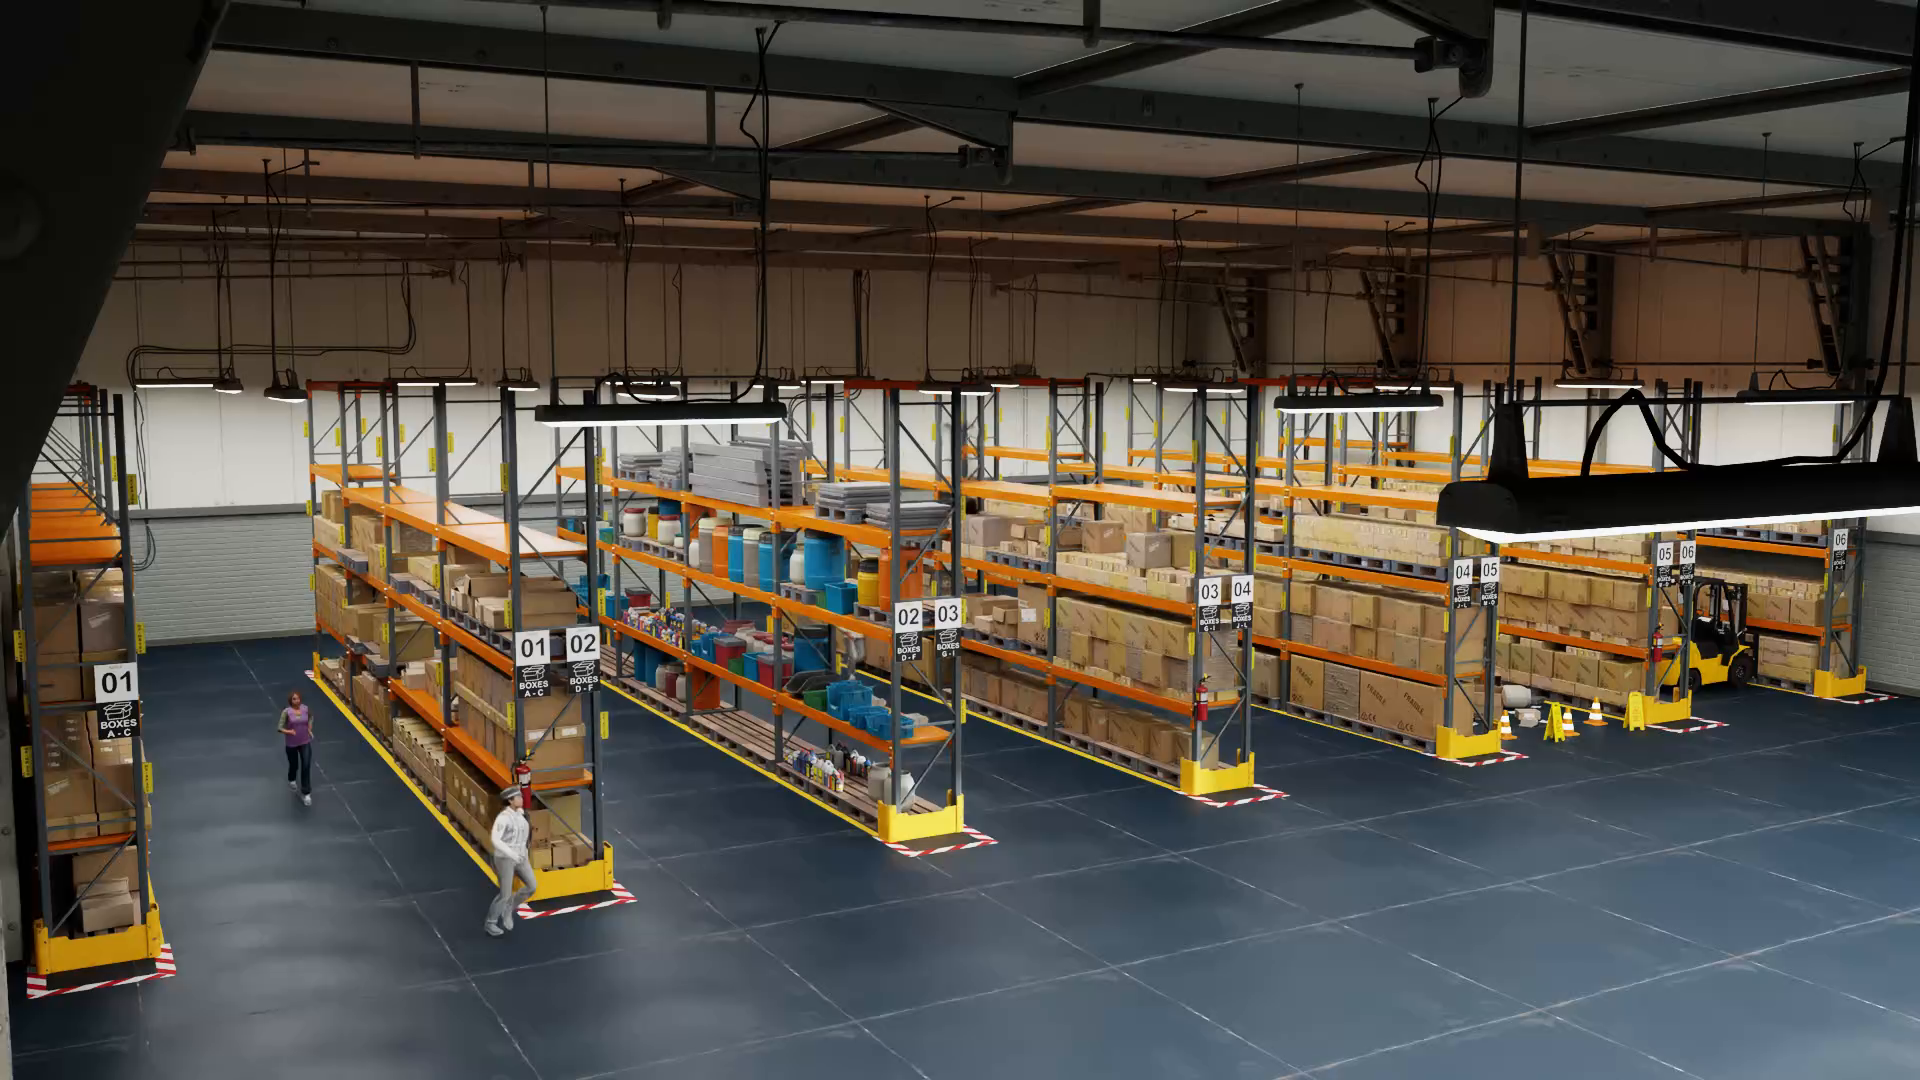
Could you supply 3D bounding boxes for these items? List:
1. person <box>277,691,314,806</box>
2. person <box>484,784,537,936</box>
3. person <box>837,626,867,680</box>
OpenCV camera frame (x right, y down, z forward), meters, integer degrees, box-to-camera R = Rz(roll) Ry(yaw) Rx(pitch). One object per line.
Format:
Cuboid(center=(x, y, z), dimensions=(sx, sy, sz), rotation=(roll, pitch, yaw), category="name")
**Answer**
Cuboid(center=(-9.594, 2.970, 24.066), dimensions=(0.534, 1.609, 0.875), rotation=(-4, 7, -32), category="person")
Cuboid(center=(-4.973, 3.543, 18.569), dimensions=(0.549, 1.632, 0.675), rotation=(2, 7, 22), category="person")
Cuboid(center=(-2.032, 1.821, 31.762), dimensions=(0.674, 1.704, 0.652), rotation=(-2, 7, -22), category="person")
